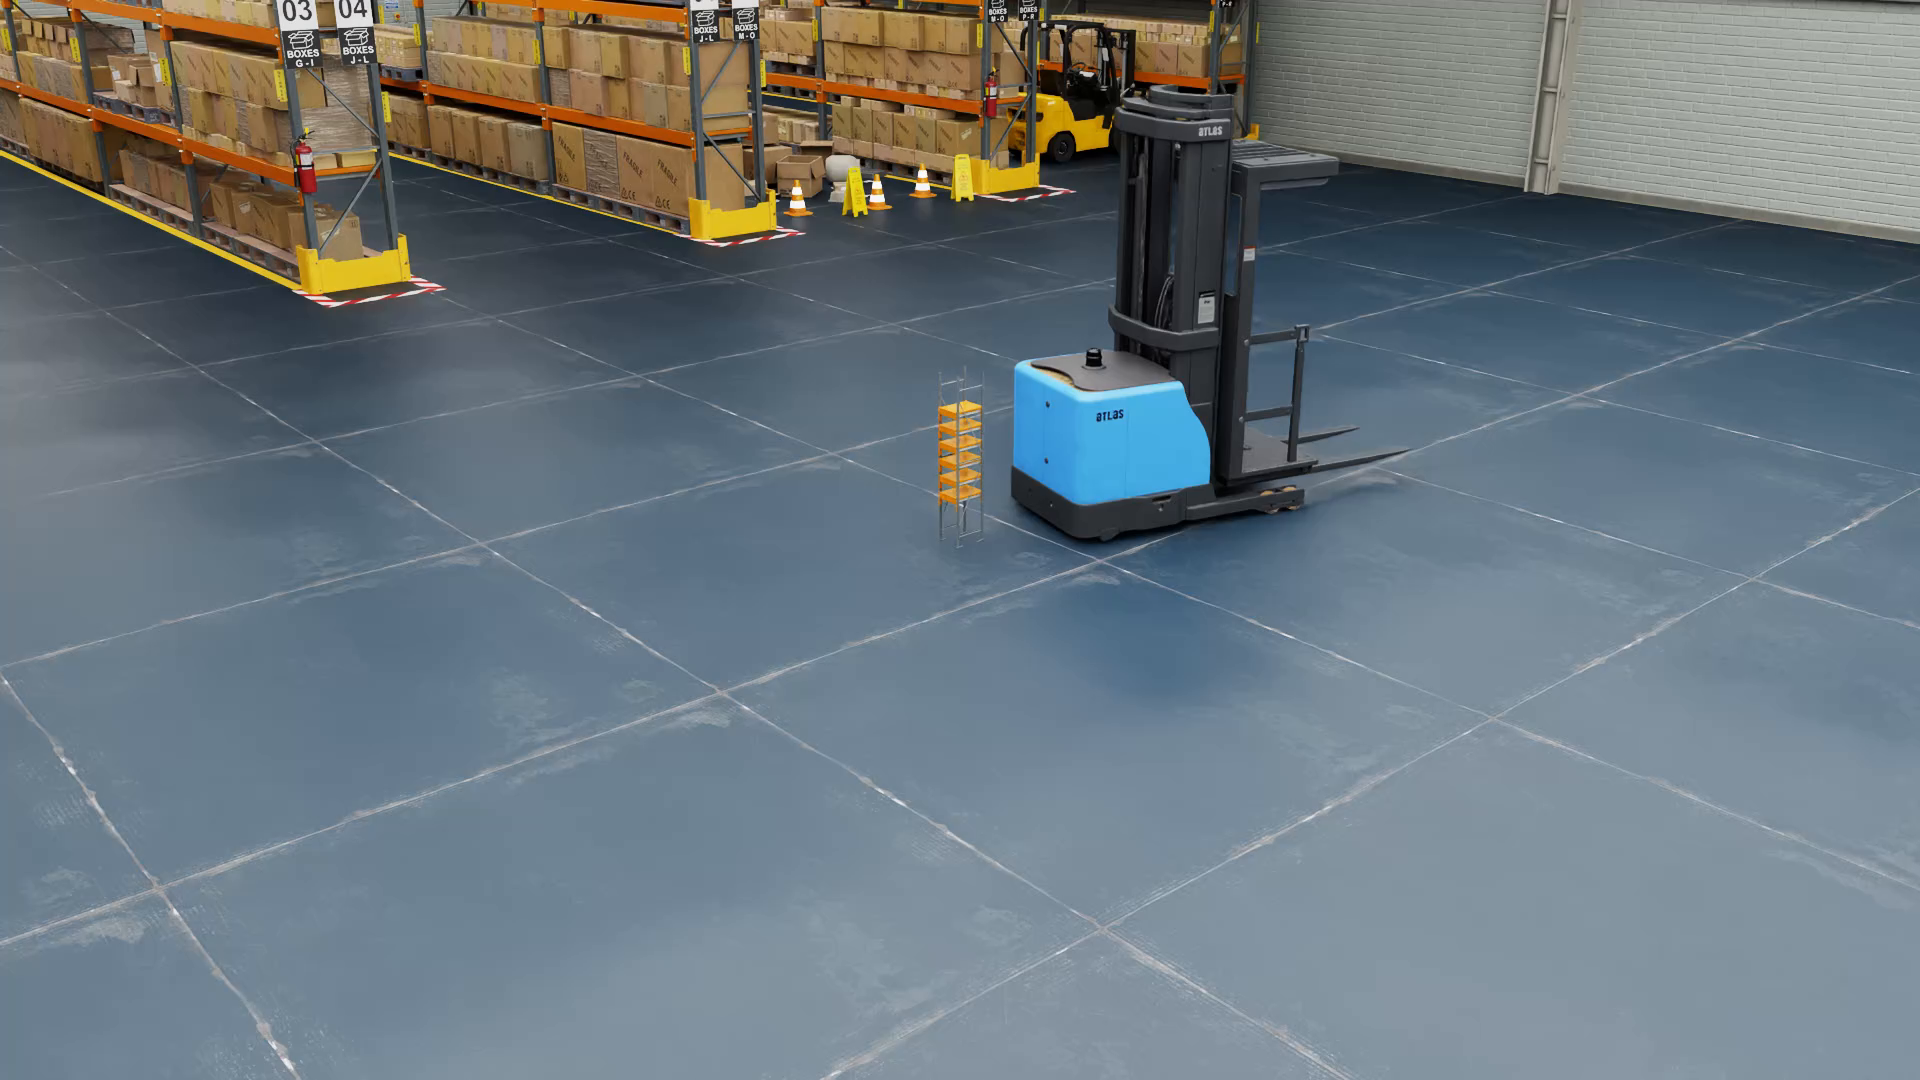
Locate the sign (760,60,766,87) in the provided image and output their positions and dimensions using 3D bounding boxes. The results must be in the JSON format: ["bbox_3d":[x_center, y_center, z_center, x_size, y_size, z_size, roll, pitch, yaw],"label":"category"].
[{"bbox_3d":[-2.543,-5.995,21.381,0.100,0.325,0.005,-17,27,-37],"label":"sign"}]

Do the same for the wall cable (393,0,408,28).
[{"bbox_3d":[-13.426,-13.091,39.358,0.585,1.953,0.123,-17,27,-37],"label":"wall cable"}]

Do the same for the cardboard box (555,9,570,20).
[{"bbox_3d":[-7.634,-10.523,32.729,0.500,0.500,0.500,-18,28,-38],"label":"cardboard box"}]

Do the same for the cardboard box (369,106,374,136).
[{"bbox_3d":[-9.821,-7.217,28.648,0.500,0.500,0.500,-17,27,-37],"label":"cardboard box"}]

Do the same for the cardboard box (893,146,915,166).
[{"bbox_3d":[-0.693,-5.993,25.867,0.500,0.250,0.500,-19,28,-39],"label":"cardboard box"}]

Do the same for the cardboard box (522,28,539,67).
[{"bbox_3d":[-5.907,-7.177,24.187,0.700,0.500,0.500,-18,28,-38],"label":"cardboard box"}]

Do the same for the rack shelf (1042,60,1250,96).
[{"bbox_3d":[3.169,-8.031,28.861,1.077,0.370,4.000,-17,27,-37],"label":"rack shelf"}]

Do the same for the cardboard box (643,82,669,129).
[{"bbox_3d":[-3.620,-5.732,21.801,0.875,0.550,0.550,-17,27,-37],"label":"cardboard box"}]

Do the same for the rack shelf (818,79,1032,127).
[{"bbox_3d":[-0.589,-6.848,25.842,1.077,0.370,4.000,-17,27,-37],"label":"rack shelf"}]

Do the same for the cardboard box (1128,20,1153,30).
[{"bbox_3d":[3.075,-8.771,28.331,0.380,0.149,0.250,-17,27,-37],"label":"cardboard box"}]

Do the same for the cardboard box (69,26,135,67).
[{"bbox_3d":[-12.478,-7.201,24.244,0.797,0.503,0.637,-16,27,-36],"label":"cardboard box"}]

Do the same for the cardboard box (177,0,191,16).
[{"bbox_3d":[-8.953,-6.373,19.735,0.500,0.250,0.500,-18,28,-38],"label":"cardboard box"}]

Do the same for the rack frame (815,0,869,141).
[{"bbox_3d":[-1.895,-7.736,27.121,1.000,3.000,0.127,-17,27,-37],"label":"rack frame"}]

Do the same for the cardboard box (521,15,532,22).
[{"bbox_3d":[-8.623,-10.484,34.002,0.500,0.500,0.500,-16,27,-36],"label":"cardboard box"}]

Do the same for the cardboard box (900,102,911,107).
[{"bbox_3d":[-0.972,-6.760,26.797,0.500,0.500,0.500,-17,27,-36],"label":"cardboard box"}]

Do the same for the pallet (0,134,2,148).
[{"bbox_3d":[-16.654,-7.191,29.555,1.003,0.211,1.213,-17,27,-37],"label":"pallet"}]

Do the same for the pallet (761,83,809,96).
[{"bbox_3d":[-3.806,-10.020,36.778,1.003,0.211,1.213,-17,27,-37],"label":"pallet"}]

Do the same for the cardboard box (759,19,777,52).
[{"bbox_3d":[-3.027,-8.470,27.875,0.500,0.500,0.500,-16,27,-36],"label":"cardboard box"}]

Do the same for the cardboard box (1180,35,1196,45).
[{"bbox_3d":[3.846,-8.254,27.419,0.380,0.149,0.250,-17,27,-37],"label":"cardboard box"}]

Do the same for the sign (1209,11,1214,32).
[{"bbox_3d":[4.054,-8.337,26.745,0.100,0.325,0.005,-17,27,-37],"label":"sign"}]

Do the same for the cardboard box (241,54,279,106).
[{"bbox_3d":[-7.668,-5.152,18.609,0.500,0.500,0.500,-17,27,-37],"label":"cardboard box"}]

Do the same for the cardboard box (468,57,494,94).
[{"bbox_3d":[-7.115,-7.075,25.298,0.500,0.500,0.500,-18,28,-38],"label":"cardboard box"}]

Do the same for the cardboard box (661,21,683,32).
[{"bbox_3d":[-5.041,-9.433,29.948,0.500,0.500,0.500,-18,28,-39],"label":"cardboard box"}]

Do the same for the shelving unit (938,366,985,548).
[{"bbox_3d":[0.009,-0.555,11.255,0.258,1.200,0.189,-17,27,-37],"label":"shelving unit"}]

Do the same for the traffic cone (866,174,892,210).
[{"bbox_3d":[-1.161,-4.903,23.367,0.336,0.463,0.334,-17,27,-37],"label":"traffic cone"}]

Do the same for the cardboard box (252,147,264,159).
[{"bbox_3d":[-7.962,-4.525,19.270,0.380,0.149,0.250,-17,27,-37],"label":"cardboard box"}]

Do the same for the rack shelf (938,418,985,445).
[{"bbox_3d":[0.009,-0.737,11.184,0.258,0.103,0.180,-17,27,-37],"label":"rack shelf"}]

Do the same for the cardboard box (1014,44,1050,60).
[{"bbox_3d":[1.336,-8.925,30.365,0.500,0.250,0.500,-17,27,-36],"label":"cardboard box"}]

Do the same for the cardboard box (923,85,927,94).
[{"bbox_3d":[-0.342,-6.854,25.214,0.380,0.149,0.250,-17,27,-37],"label":"cardboard box"}]

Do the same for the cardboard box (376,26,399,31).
[{"bbox_3d":[-9.876,-8.812,28.823,0.380,0.149,0.250,-18,27,-38],"label":"cardboard box"}]

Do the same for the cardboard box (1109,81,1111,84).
[{"bbox_3d":[2.673,-8.073,29.805,0.500,0.250,0.500,-18,28,-38],"label":"cardboard box"}]

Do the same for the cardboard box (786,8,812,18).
[{"bbox_3d":[-2.721,-8.908,28.104,0.380,0.149,0.250,-16,26,-35],"label":"cardboard box"}]

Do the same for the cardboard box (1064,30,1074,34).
[{"bbox_3d":[2.042,-9.045,29.438,0.380,0.149,0.250,-17,27,-36],"label":"cardboard box"}]

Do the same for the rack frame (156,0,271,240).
[{"bbox_3d":[-9.402,-5.376,21.098,1.000,3.000,0.127,-17,27,-37],"label":"rack frame"}]

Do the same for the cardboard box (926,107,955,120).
[{"bbox_3d":[-0.295,-6.442,25.094,0.380,0.149,0.250,-16,27,-36],"label":"cardboard box"}]

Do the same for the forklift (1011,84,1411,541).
[{"bbox_3d":[1.924,-1.712,11.837,3.031,2.935,1.130,-10,24,-24],"label":"forklift"}]

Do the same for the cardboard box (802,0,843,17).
[{"bbox_3d":[-2.874,-11.041,34.847,0.700,0.500,0.500,-17,27,-37],"label":"cardboard box"}]

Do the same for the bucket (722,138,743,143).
[{"bbox_3d":[-3.743,-6.224,25.666,0.726,0.611,0.620,-8,13,-19],"label":"bucket"}]

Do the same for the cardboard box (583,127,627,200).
[{"bbox_3d":[-4.630,-5.297,23.233,0.875,0.875,0.875,-17,27,-37],"label":"cardboard box"}]

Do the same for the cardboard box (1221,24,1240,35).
[{"bbox_3d":[4.417,-8.444,27.495,0.380,0.149,0.250,-18,28,-38],"label":"cardboard box"}]

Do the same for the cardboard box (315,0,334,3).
[{"bbox_3d":[-6.796,-5.915,18.019,0.380,0.149,0.250,-18,27,-38],"label":"cardboard box"}]

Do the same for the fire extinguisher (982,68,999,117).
[{"bbox_3d":[0.442,-6.453,23.953,0.296,0.674,0.183,-17,27,-37],"label":"fire extinguisher"}]

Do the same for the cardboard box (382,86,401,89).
[{"bbox_3d":[-9.798,-7.830,29.185,0.500,0.250,0.500,-16,26,-35],"label":"cardboard box"}]

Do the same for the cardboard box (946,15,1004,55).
[{"bbox_3d":[0.217,-7.370,24.272,0.700,0.500,0.500,-18,28,-39],"label":"cardboard box"}]

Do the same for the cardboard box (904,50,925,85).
[{"bbox_3d":[-0.494,-7.178,25.154,0.500,0.500,0.500,-18,27,-38],"label":"cardboard box"}]

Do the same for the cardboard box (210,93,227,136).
[{"bbox_3d":[-8.453,-5.162,20.005,0.875,0.500,0.500,-17,27,-37],"label":"cardboard box"}]

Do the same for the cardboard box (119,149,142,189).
[{"bbox_3d":[-11.561,-5.342,23.835,0.700,0.500,0.500,-19,28,-40],"label":"cardboard box"}]

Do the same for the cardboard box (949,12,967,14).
[{"bbox_3d":[-0.004,-10.199,32.383,0.380,0.149,0.250,-17,27,-37],"label":"cardboard box"}]

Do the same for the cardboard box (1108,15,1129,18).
[{"bbox_3d":[2.827,-9.186,29.389,0.380,0.149,0.250,-18,28,-38],"label":"cardboard box"}]

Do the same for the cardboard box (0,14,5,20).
[{"bbox_3d":[-16.457,-8.633,28.182,0.500,0.500,0.500,-18,28,-39],"label":"cardboard box"}]

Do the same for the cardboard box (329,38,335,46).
[{"bbox_3d":[-10.721,-8.667,28.860,0.380,0.149,0.250,-18,28,-38],"label":"cardboard box"}]

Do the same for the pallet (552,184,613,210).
[{"bbox_3d":[-5.142,-5.002,23.966,1.003,0.211,1.213,-17,27,-37],"label":"pallet"}]

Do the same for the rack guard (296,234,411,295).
[{"bbox_3d":[-6.841,-3.128,18.786,1.175,0.500,0.348,-17,27,-37],"label":"rack guard"}]

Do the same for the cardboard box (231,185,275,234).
[{"bbox_3d":[-8.792,-4.132,20.771,0.500,0.500,0.500,-9,23,-21],"label":"cardboard box"}]

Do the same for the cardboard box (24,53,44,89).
[{"bbox_3d":[-14.185,-7.308,25.892,0.500,0.500,0.500,-17,27,-37],"label":"cardboard box"}]
